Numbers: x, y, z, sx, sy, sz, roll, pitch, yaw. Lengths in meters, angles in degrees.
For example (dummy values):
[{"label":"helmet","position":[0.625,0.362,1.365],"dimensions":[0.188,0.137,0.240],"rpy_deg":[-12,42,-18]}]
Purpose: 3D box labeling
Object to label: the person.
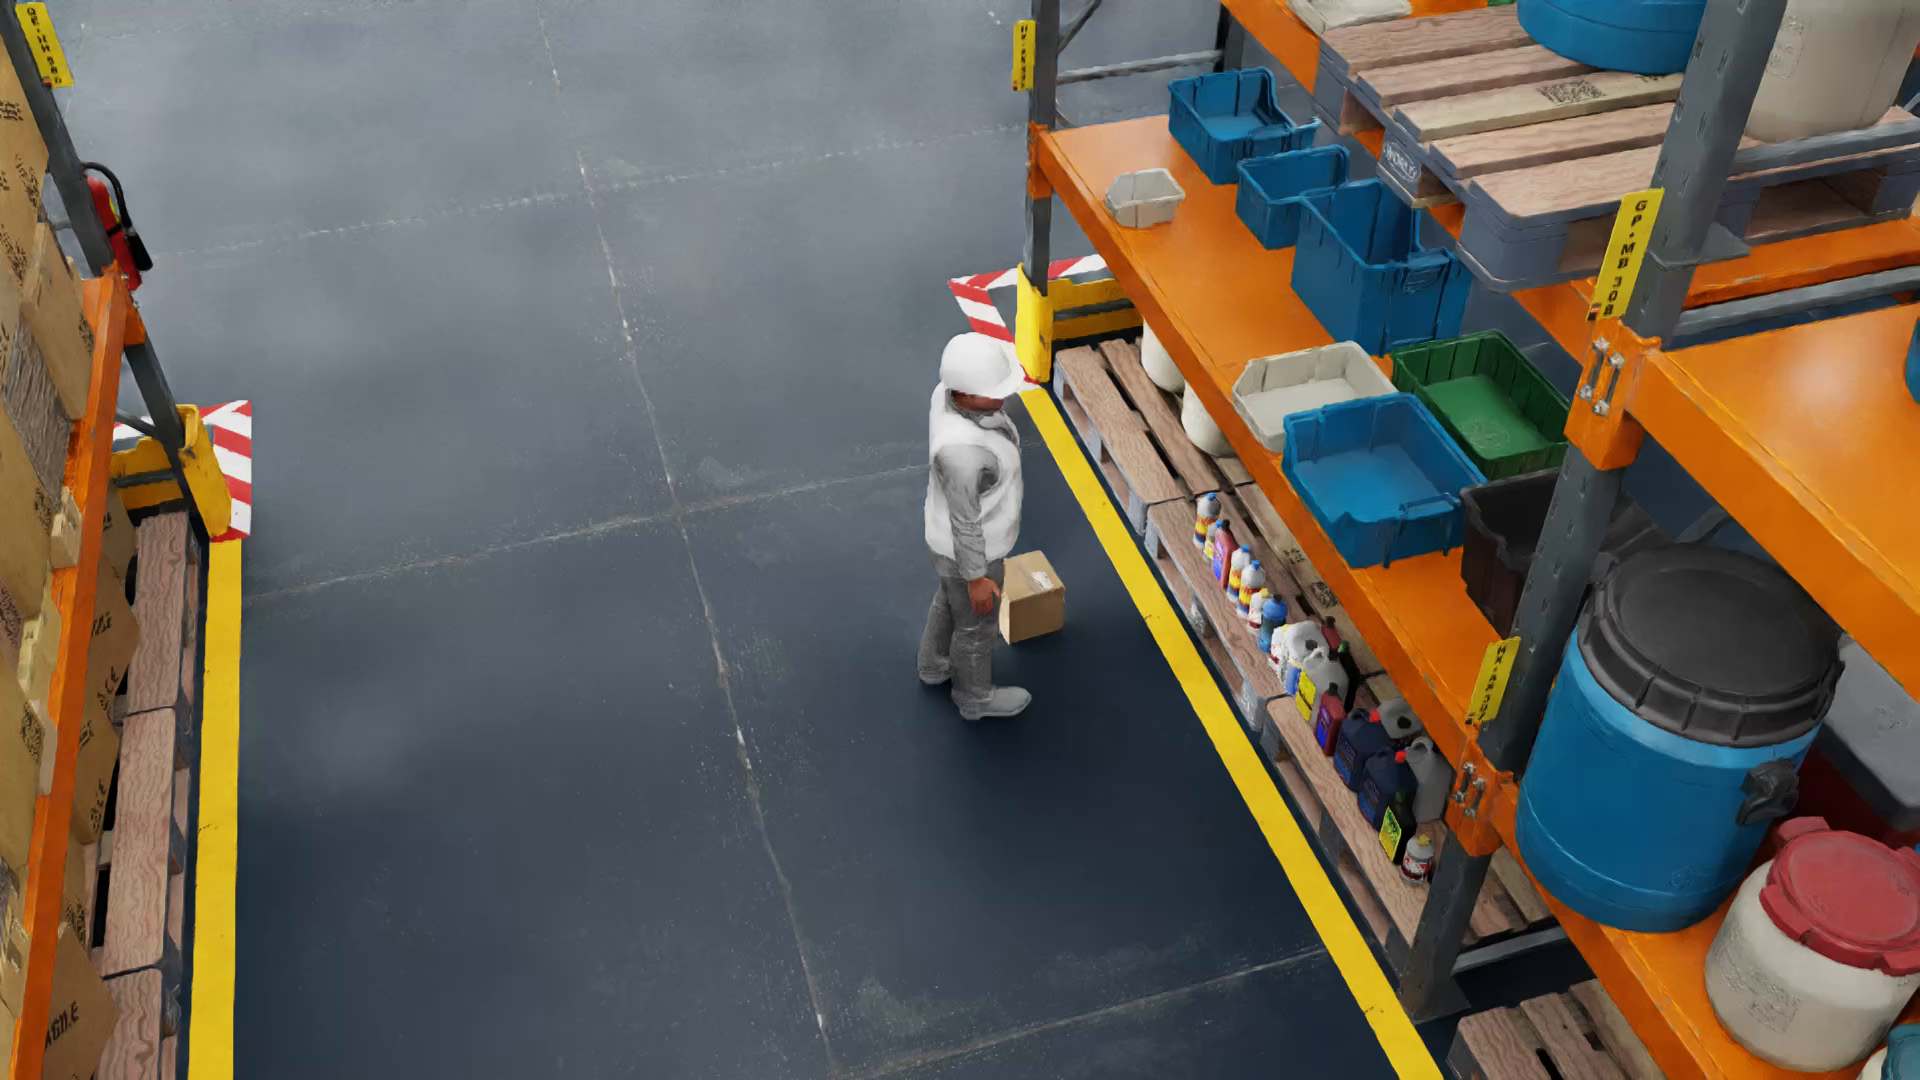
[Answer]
[{"label":"person","position":[0.056,-0.026,6.161],"dimensions":[0.460,1.800,0.611],"rpy_deg":[-1,42,-1]}]
